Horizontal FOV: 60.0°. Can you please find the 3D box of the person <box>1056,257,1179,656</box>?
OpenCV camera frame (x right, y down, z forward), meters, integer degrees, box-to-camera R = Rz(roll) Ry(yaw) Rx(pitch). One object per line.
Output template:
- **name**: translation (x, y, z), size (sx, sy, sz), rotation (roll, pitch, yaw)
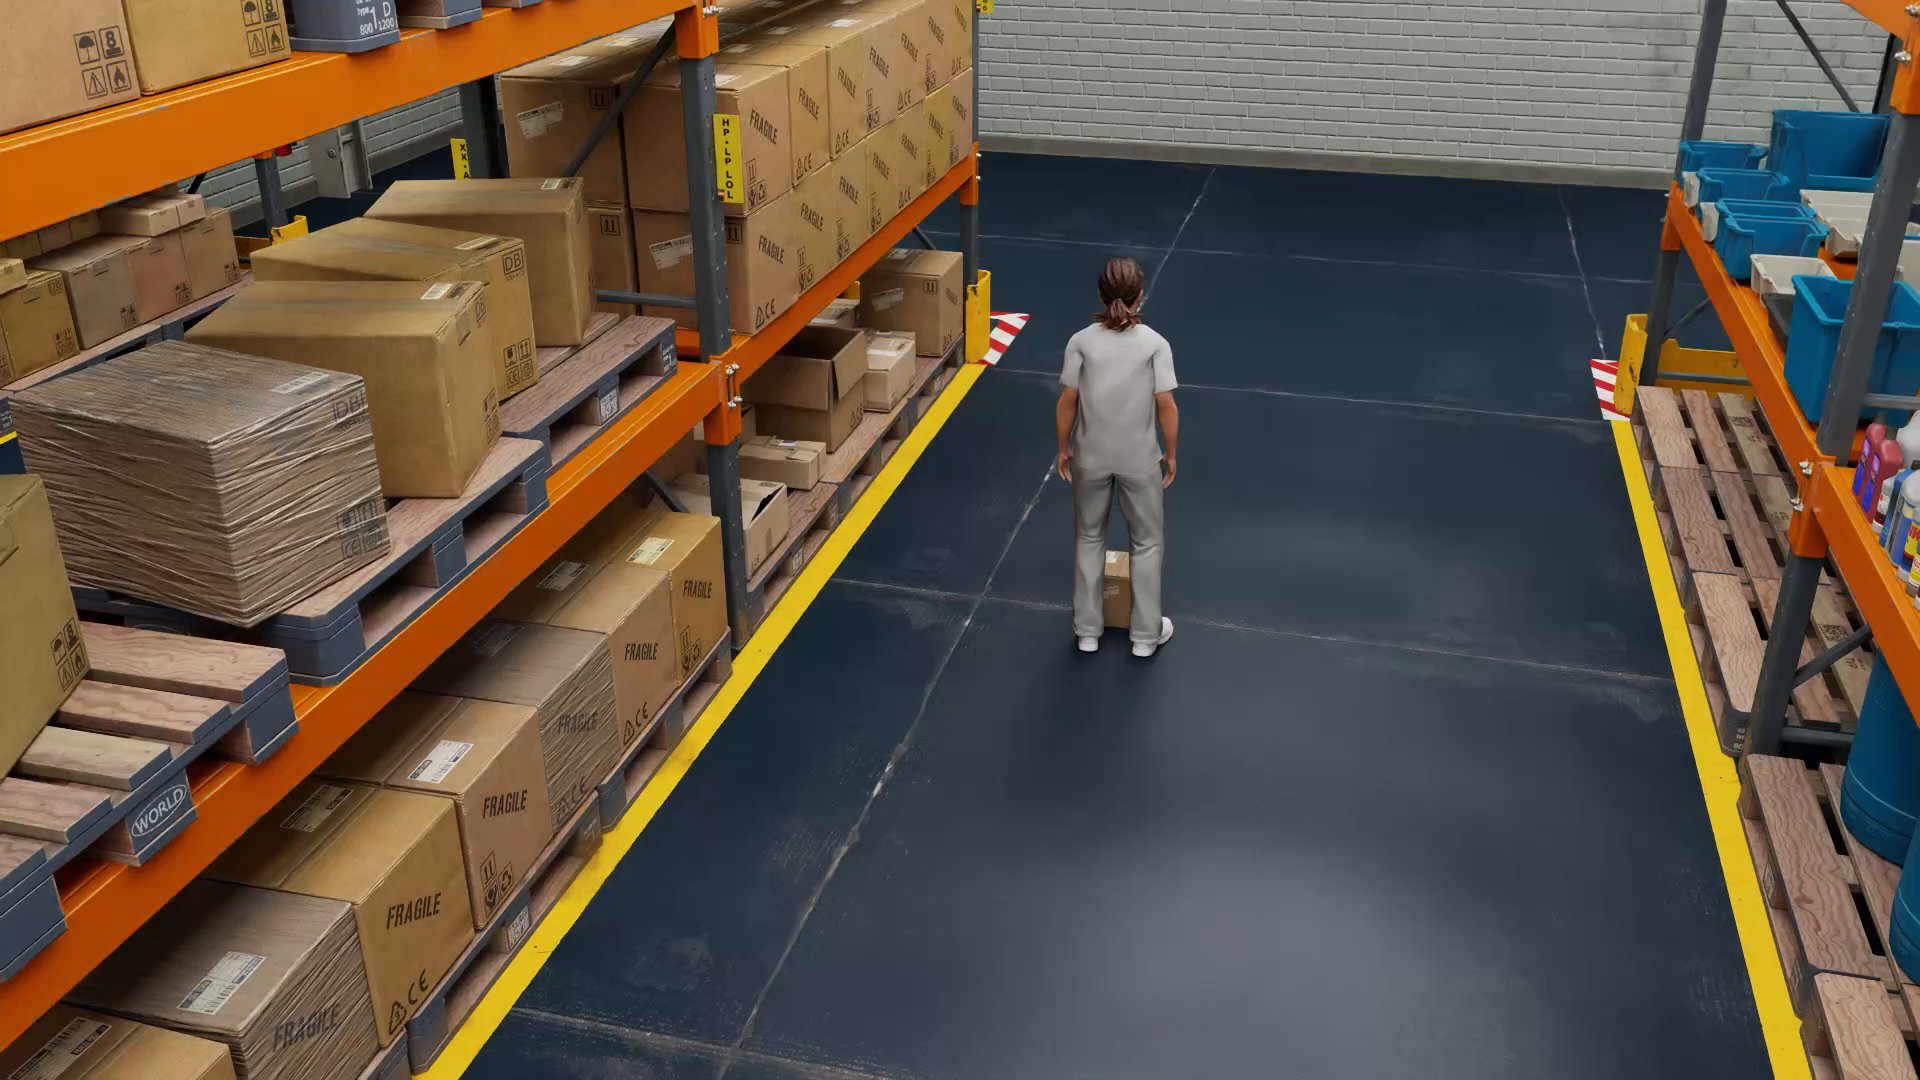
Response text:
- **person**: translation (0.646, -0.312, 6.792), size (0.513, 1.653, 0.350), rotation (5, 26, 11)
